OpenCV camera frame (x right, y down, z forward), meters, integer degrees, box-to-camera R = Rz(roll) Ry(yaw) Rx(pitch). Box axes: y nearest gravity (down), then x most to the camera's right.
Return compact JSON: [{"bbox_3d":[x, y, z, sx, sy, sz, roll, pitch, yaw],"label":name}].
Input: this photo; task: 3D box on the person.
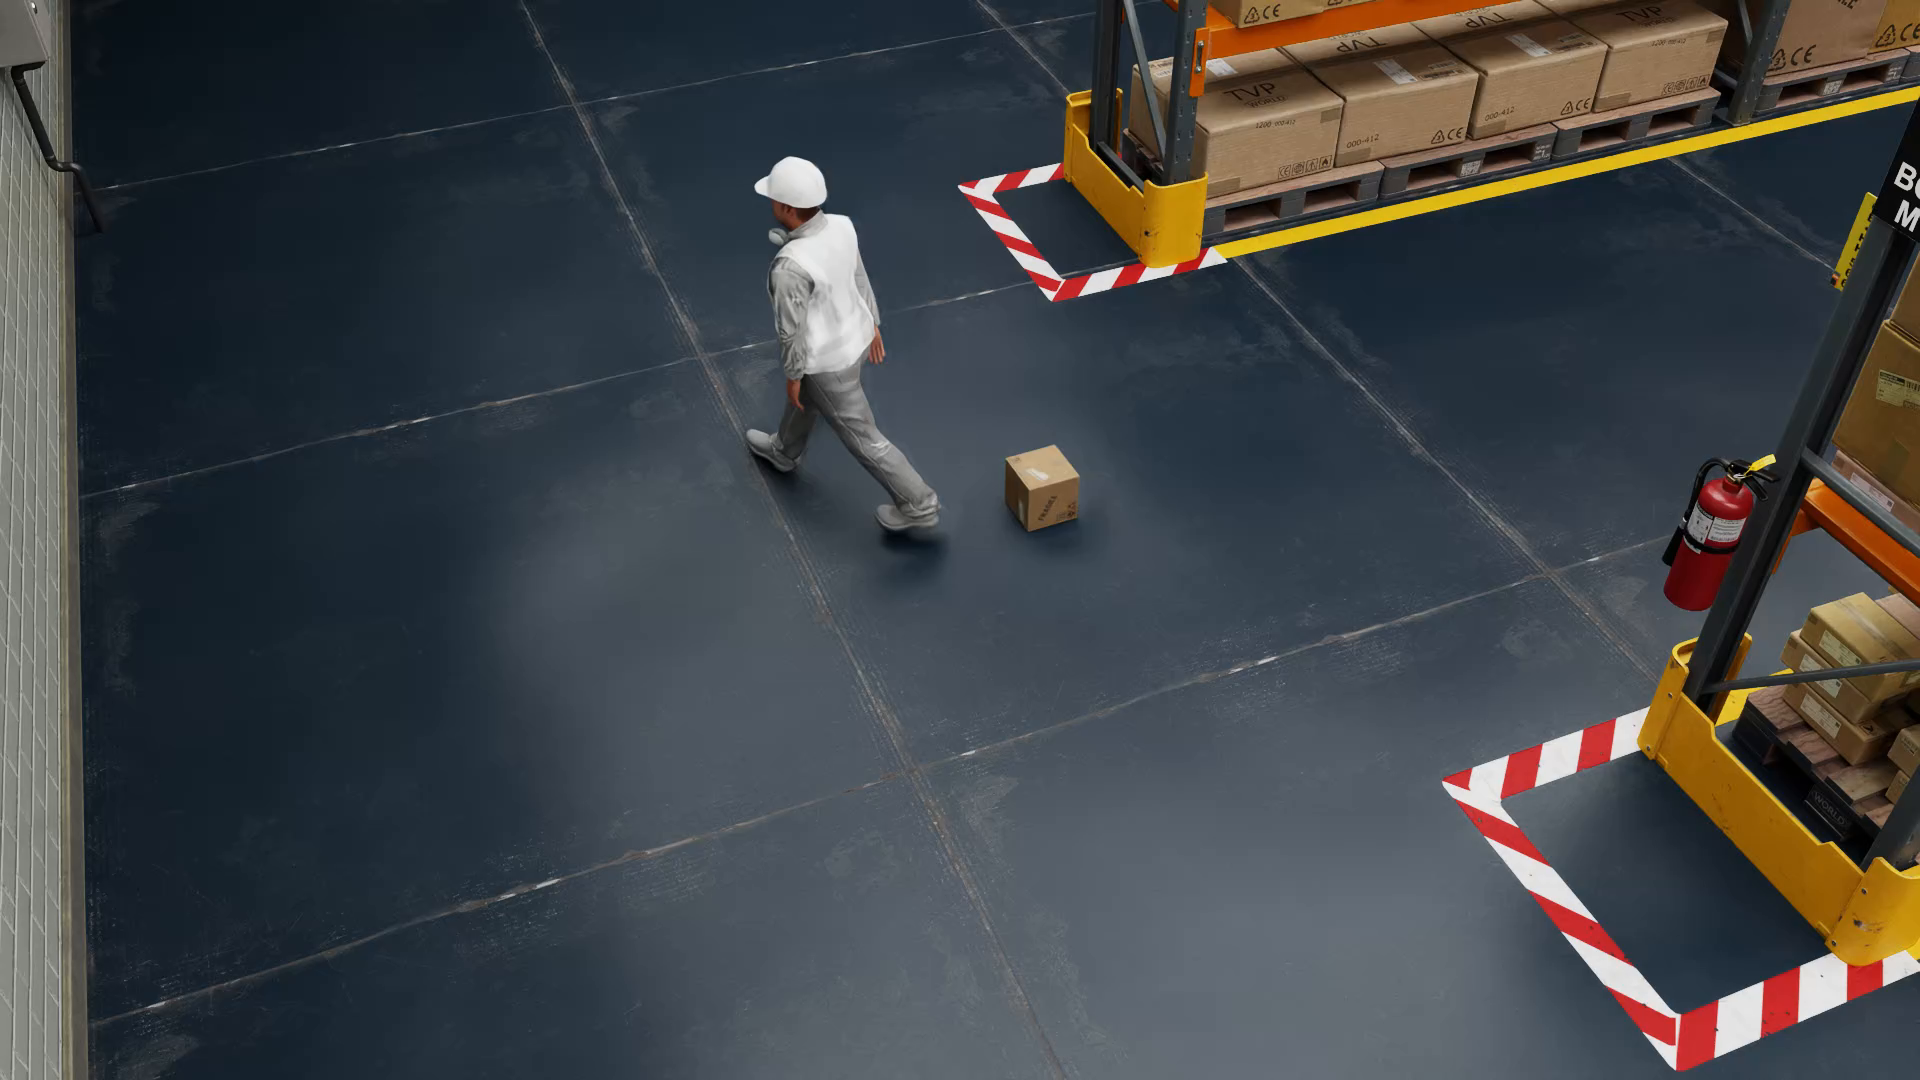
[{"bbox_3d":[-0.579,-0.825,7.111,1.109,1.712,0.544,15,44,17],"label":"person"}]
